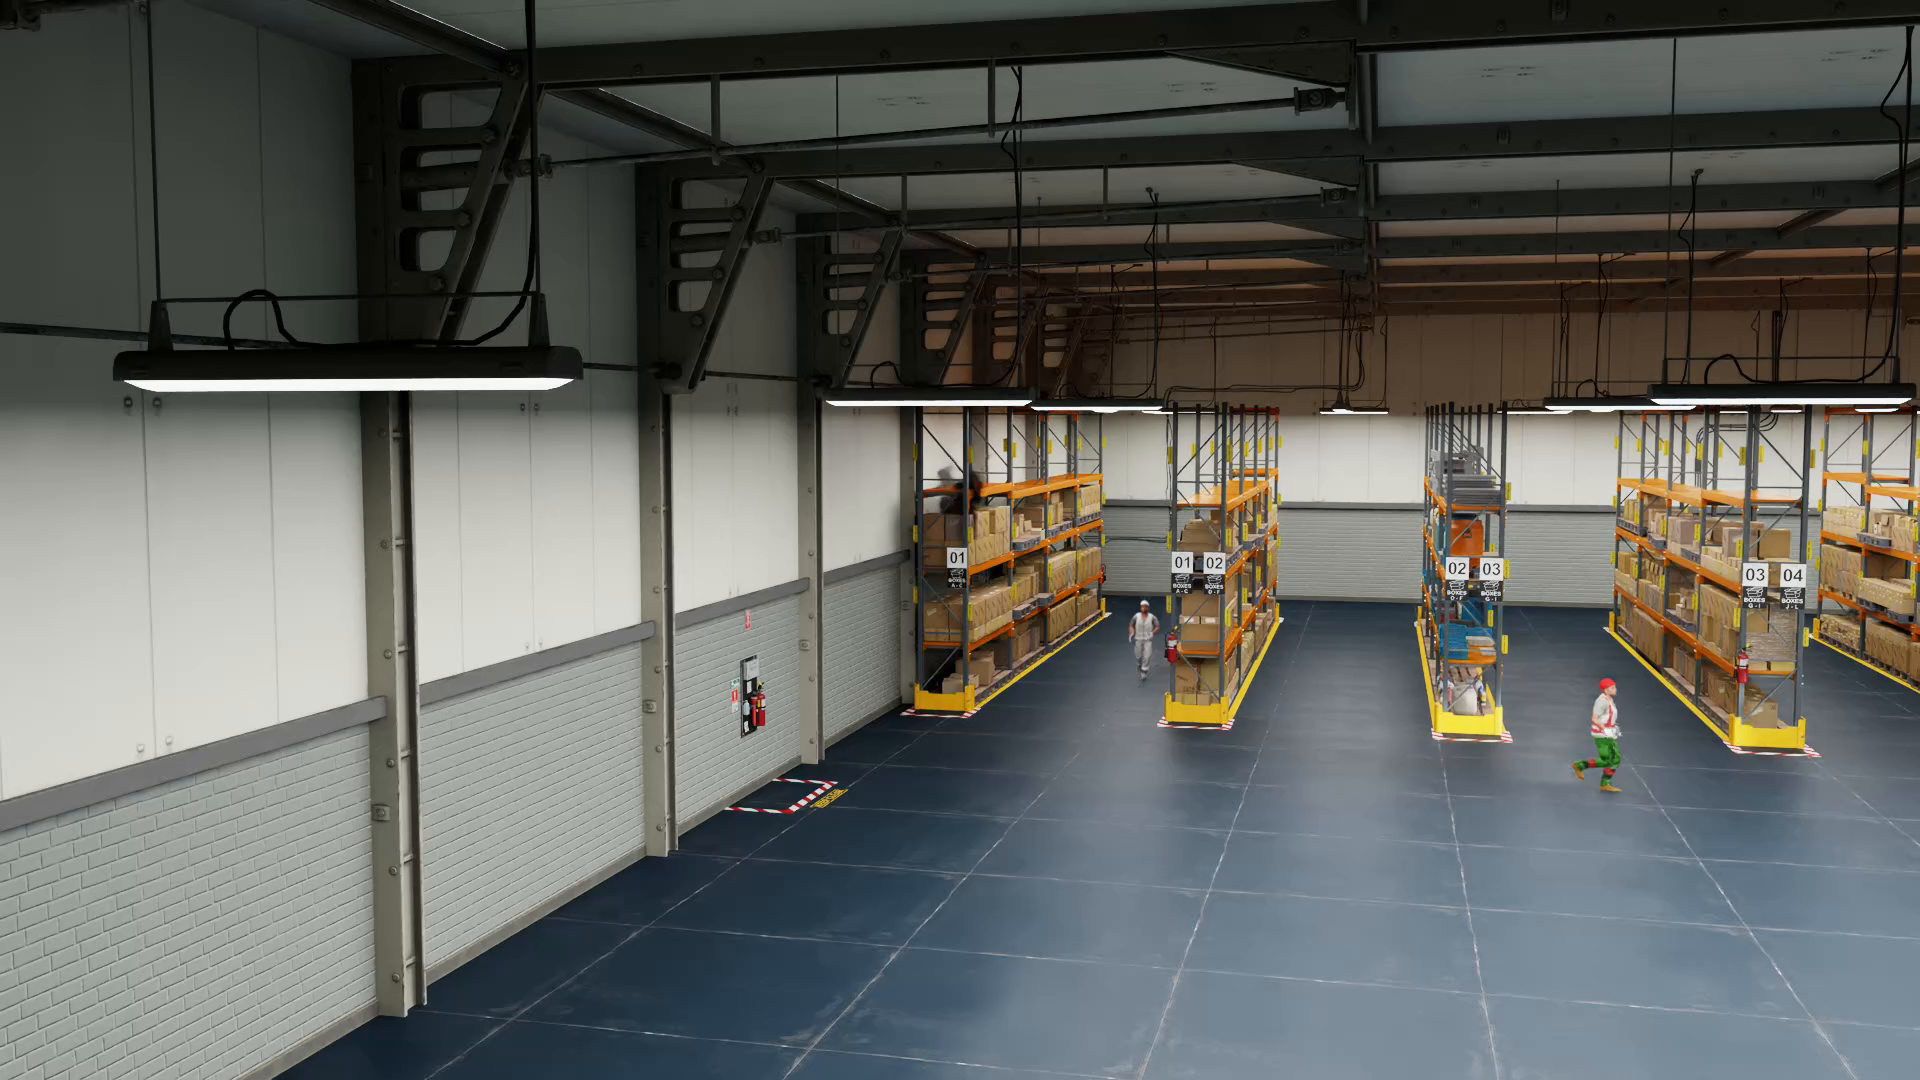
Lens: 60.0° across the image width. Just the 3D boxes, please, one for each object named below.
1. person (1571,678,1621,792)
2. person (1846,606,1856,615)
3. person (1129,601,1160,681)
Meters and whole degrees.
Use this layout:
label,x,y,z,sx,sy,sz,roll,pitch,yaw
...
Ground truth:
label,x,y,z,sx,sy,sz,roll,pitch,yaw
person,9.792,2.974,25.509,0.712,1.738,0.646,3,5,36
person,23.811,1.671,44.112,0.636,1.621,0.758,4,6,41
person,4.010,2.184,36.195,0.658,1.738,0.601,1,4,10
